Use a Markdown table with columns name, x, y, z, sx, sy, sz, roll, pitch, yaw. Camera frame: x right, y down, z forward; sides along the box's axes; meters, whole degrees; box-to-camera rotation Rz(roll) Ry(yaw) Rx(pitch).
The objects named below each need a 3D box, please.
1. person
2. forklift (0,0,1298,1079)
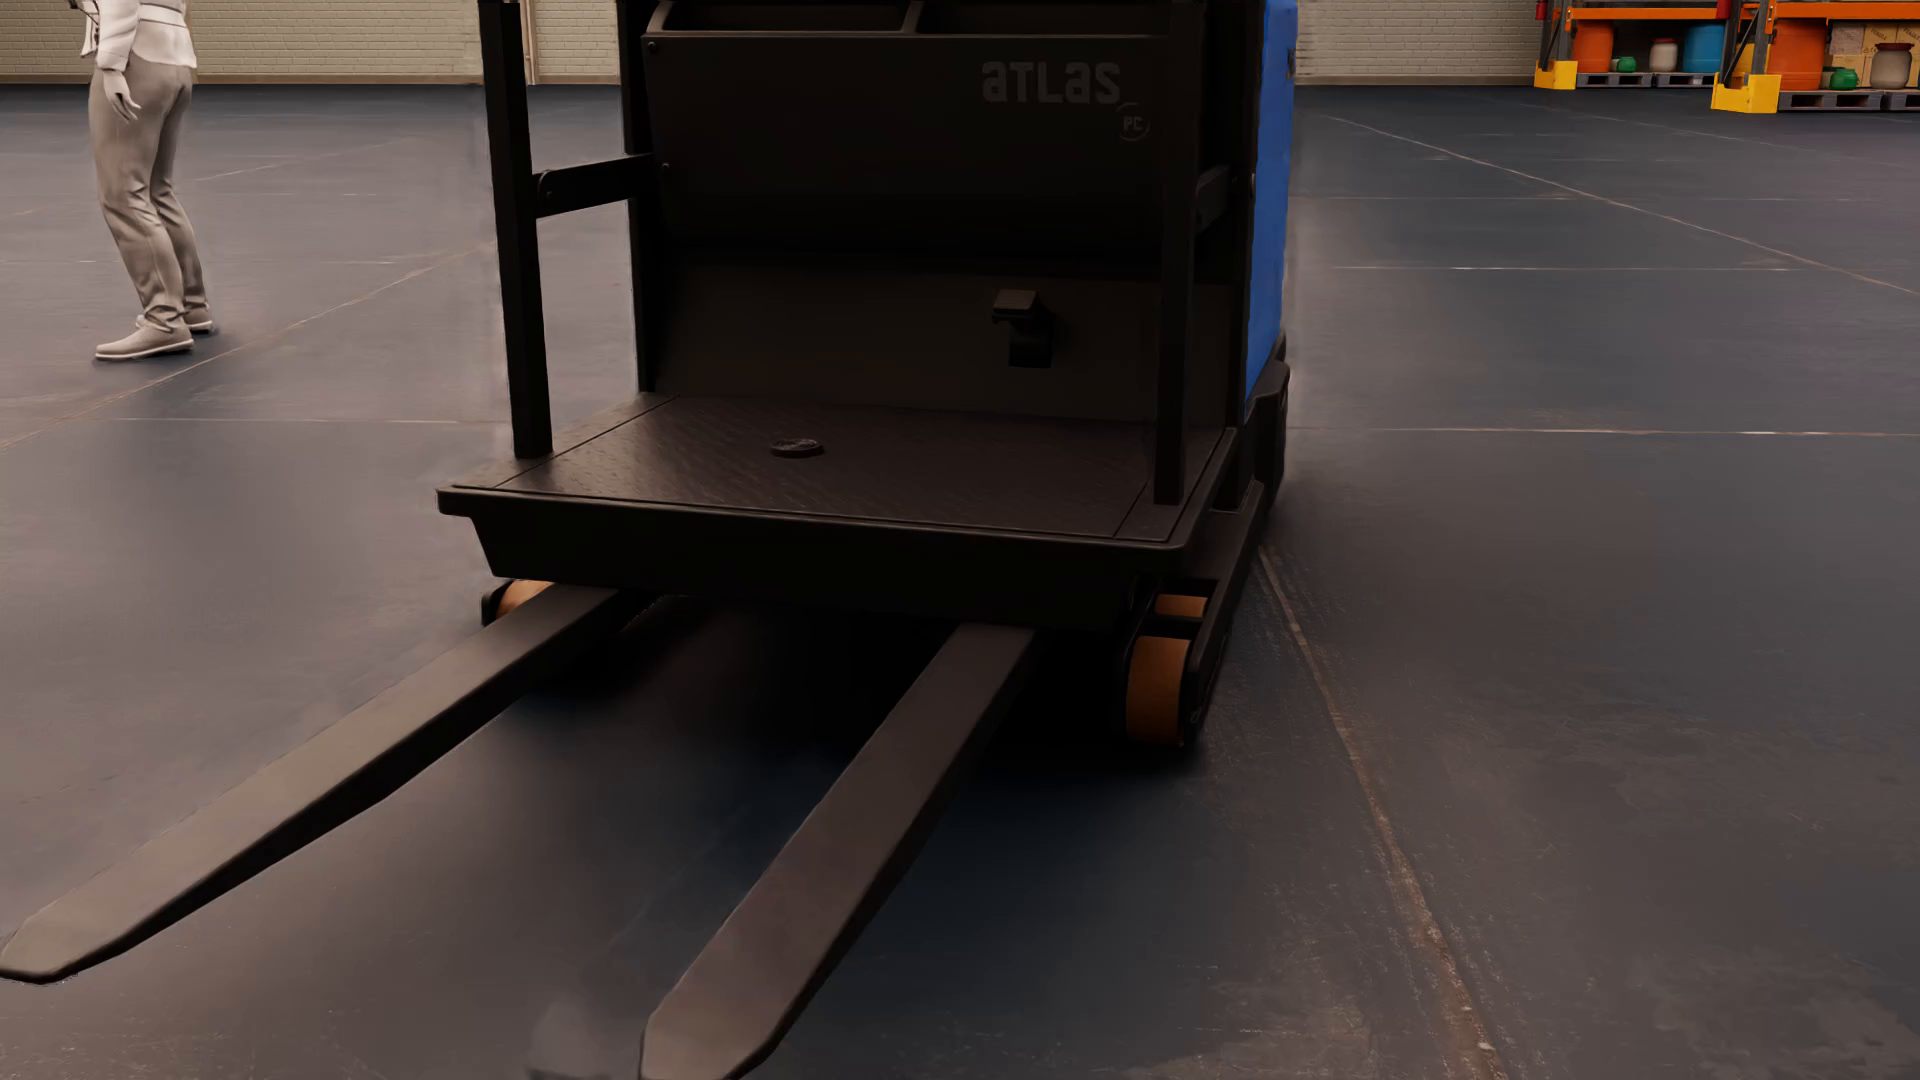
| name | x | y | z | sx | sy | sz | roll | pitch | yaw |
| --- | --- | --- | --- | --- | --- | --- | --- | --- | --- |
| person | -2.598 | -1.440 | 5.228 | 0.375 | 1.672 | 0.671 | -2 | 17 | -7 |
| forklift | -0.116 | -1.225 | 2.373 | 1.130 | 2.935 | 3.031 | 5 | 18 | 15 |
